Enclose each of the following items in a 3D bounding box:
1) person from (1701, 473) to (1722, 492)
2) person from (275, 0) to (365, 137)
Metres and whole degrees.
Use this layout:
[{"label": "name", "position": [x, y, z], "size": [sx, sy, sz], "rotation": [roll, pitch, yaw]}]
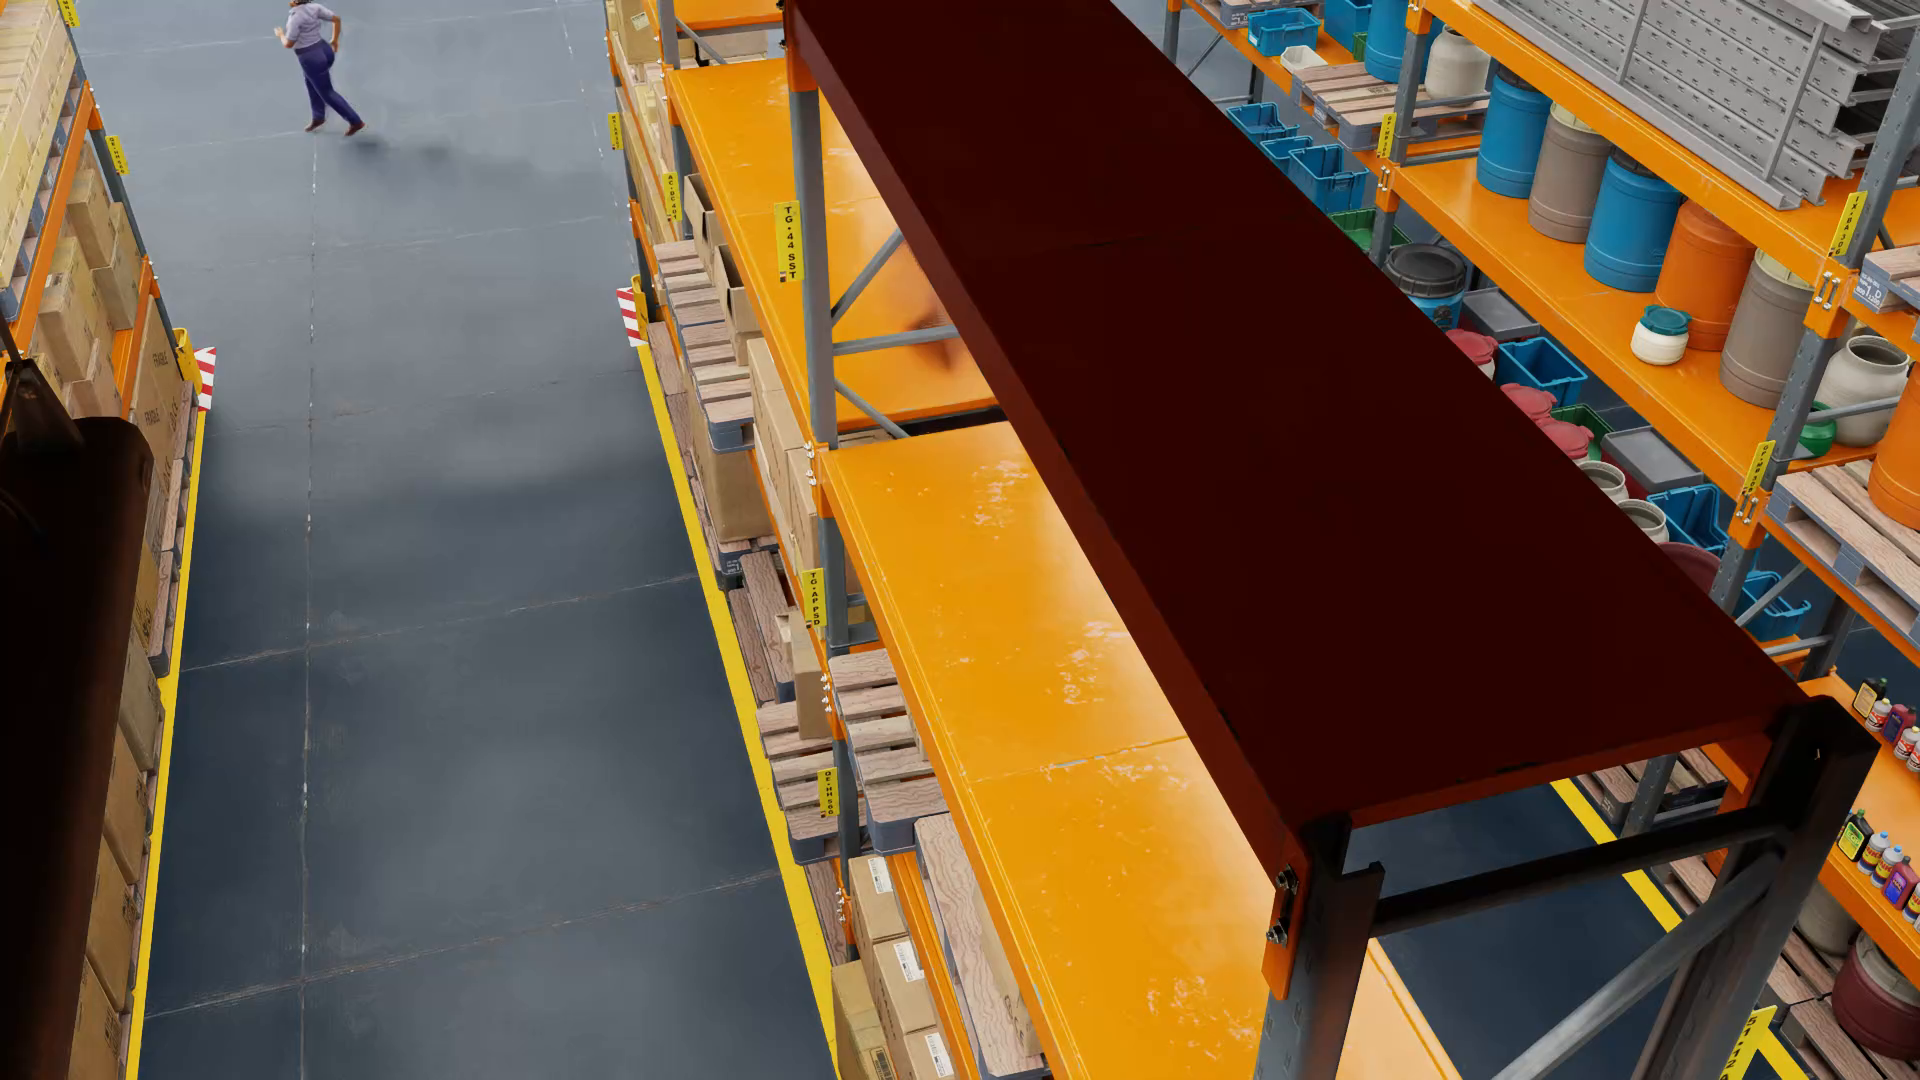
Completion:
[{"label": "person", "position": [5.583, -0.578, 12.235], "size": [0.653, 1.656, 0.547], "rotation": [-8, 39, -9]}, {"label": "person", "position": [-6.940, -5.158, 17.996], "size": [0.855, 1.693, 0.580], "rotation": [8, 39, 10]}]
